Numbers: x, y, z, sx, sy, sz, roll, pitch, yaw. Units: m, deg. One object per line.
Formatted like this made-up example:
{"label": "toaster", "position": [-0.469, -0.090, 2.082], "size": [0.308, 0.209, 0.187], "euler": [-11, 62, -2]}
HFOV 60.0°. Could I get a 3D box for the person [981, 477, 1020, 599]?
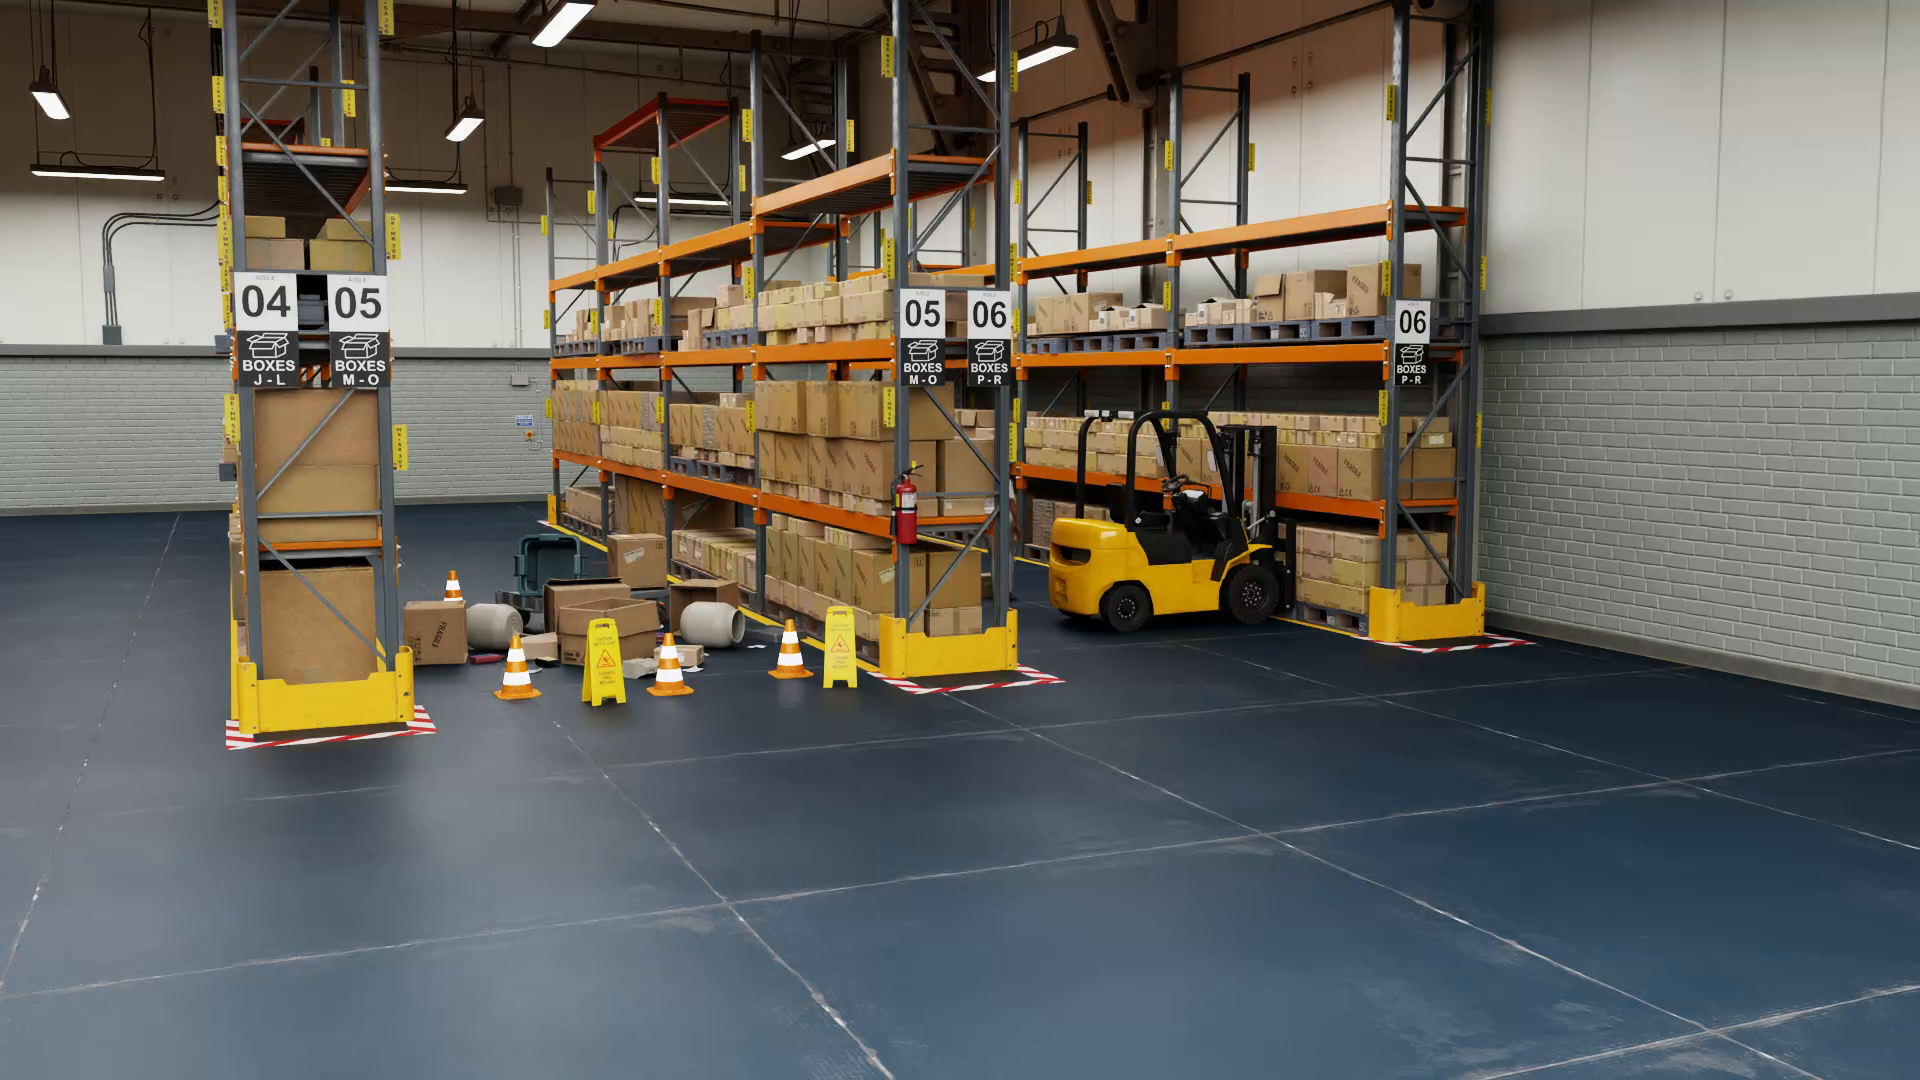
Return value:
{"label": "person", "position": [0.411, -0.135, 18.531], "size": [0.500, 1.734, 0.579], "euler": [0, 6, -3]}
